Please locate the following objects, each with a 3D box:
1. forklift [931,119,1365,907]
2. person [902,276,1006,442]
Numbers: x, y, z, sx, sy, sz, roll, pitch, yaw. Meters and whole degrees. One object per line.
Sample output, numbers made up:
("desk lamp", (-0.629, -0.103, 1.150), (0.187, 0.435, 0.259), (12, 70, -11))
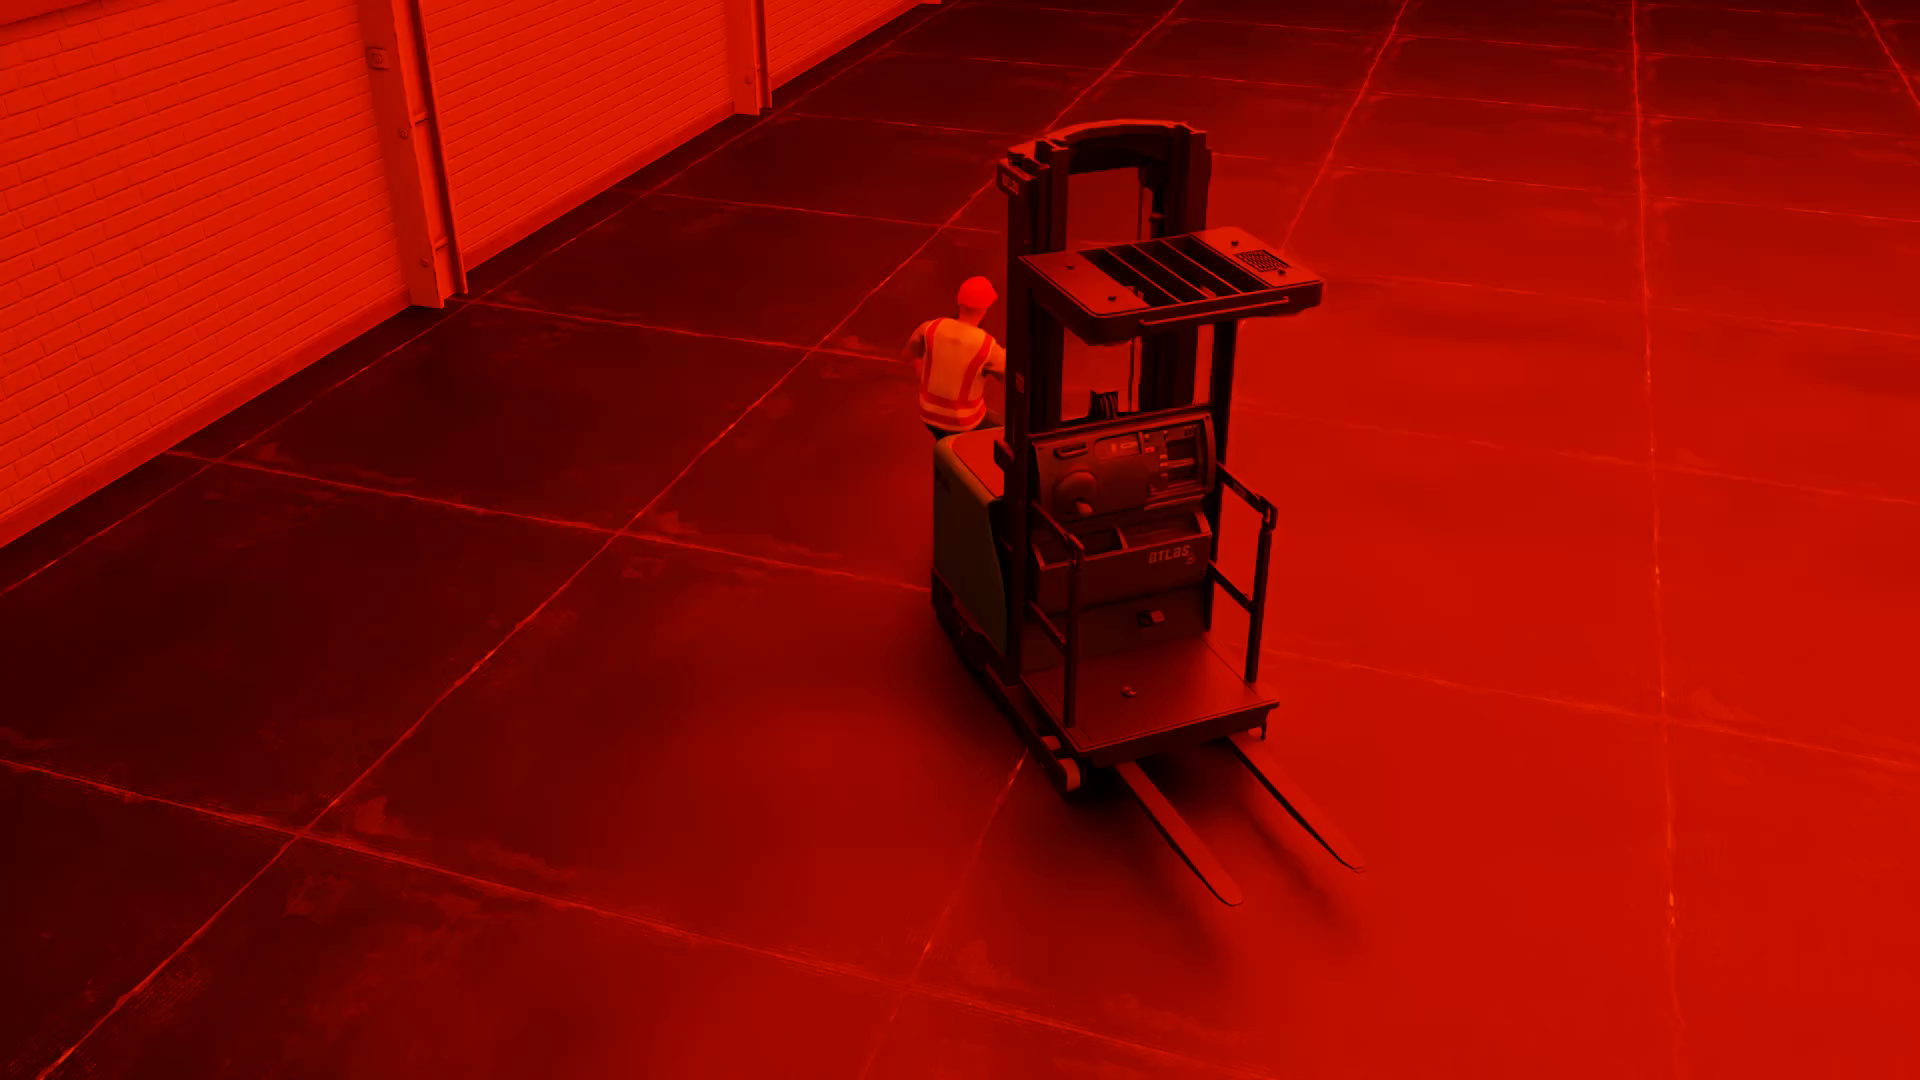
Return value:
("forklift", (0.867, -0.303, 7.669), (1.130, 2.935, 3.031), (-12, 32, -19))
("person", (0.081, -0.851, 9.954), (0.874, 1.627, 0.691), (13, 32, 21))
